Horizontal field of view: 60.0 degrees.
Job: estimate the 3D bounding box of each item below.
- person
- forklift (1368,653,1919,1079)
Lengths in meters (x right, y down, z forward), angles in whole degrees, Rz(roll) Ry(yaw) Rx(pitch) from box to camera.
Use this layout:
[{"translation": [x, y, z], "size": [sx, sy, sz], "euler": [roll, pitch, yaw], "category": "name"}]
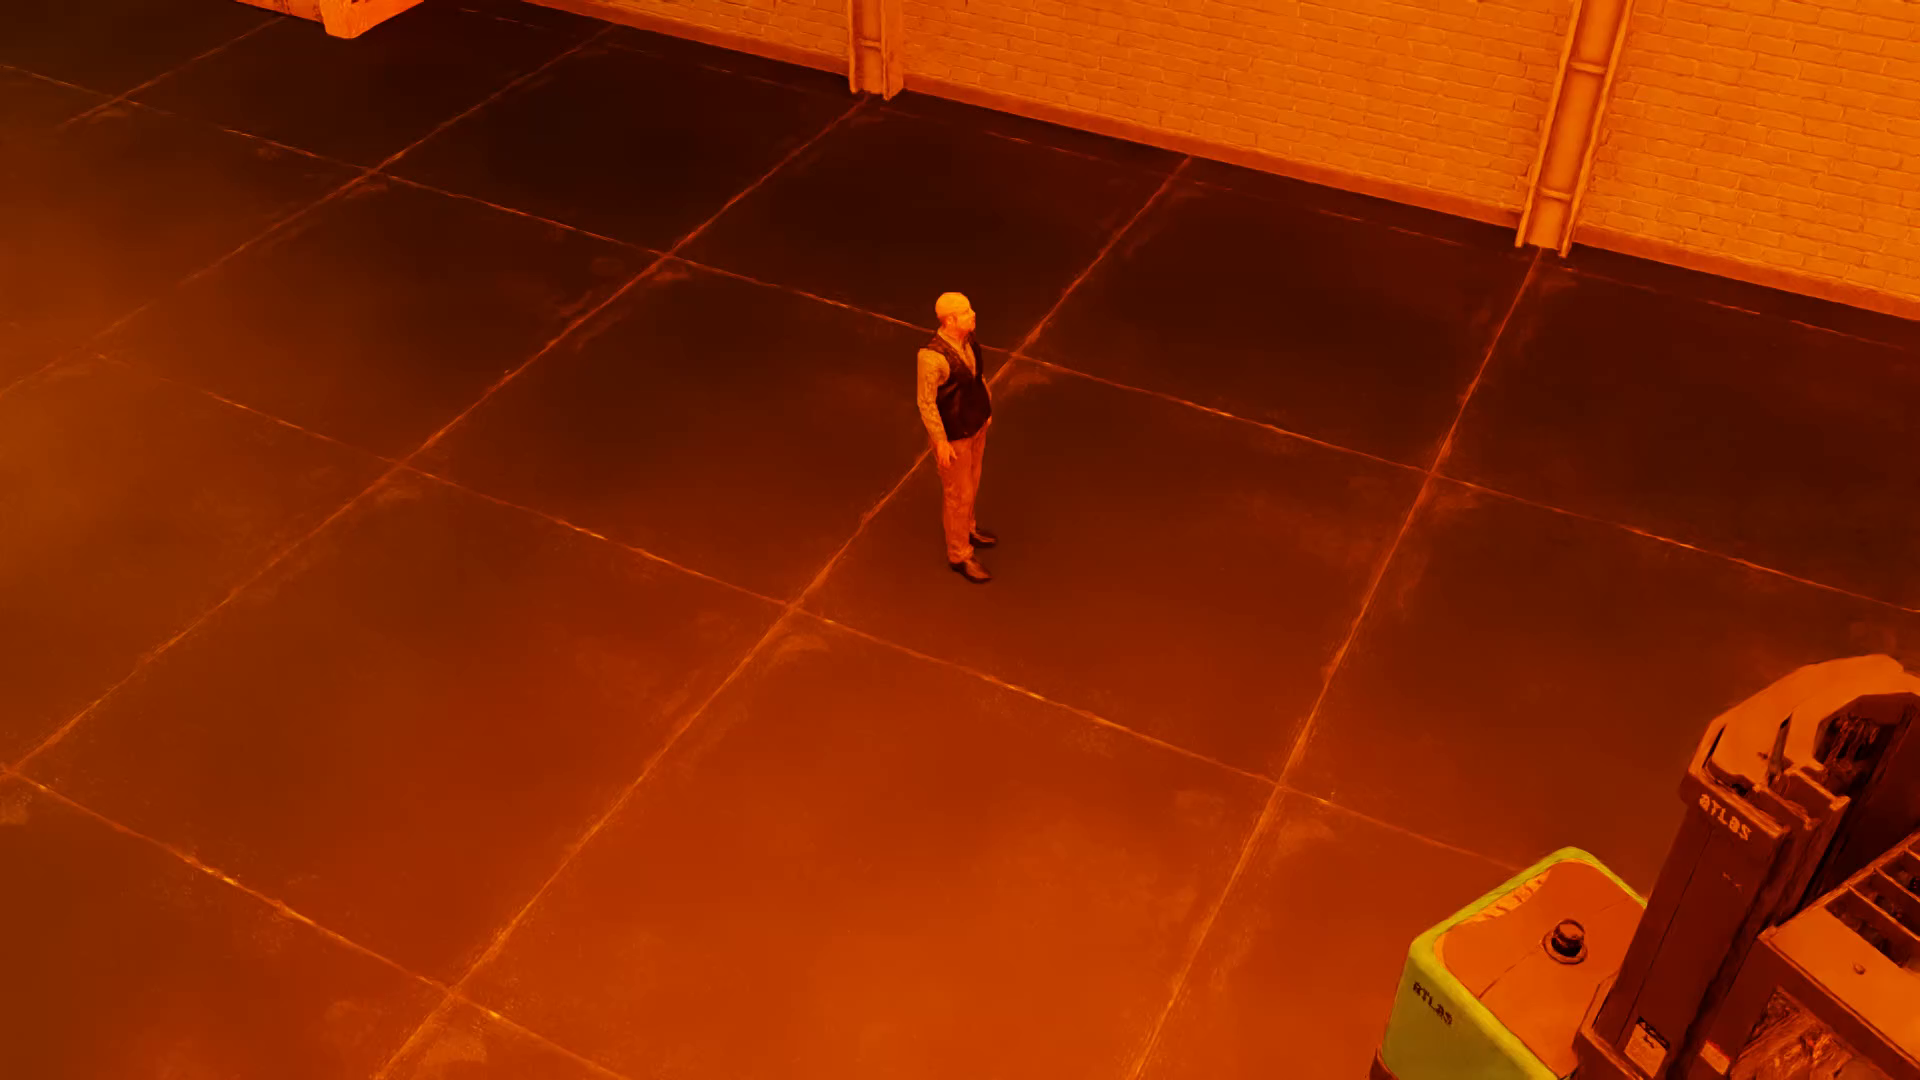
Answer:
[{"translation": [0.059, -0.639, 9.672], "size": [0.551, 1.720, 0.632], "euler": [18, 43, 21], "category": "person"}, {"translation": [3.012, 1.949, 5.672], "size": [1.130, 2.935, 3.031], "euler": [-22, 45, -24], "category": "forklift"}]
